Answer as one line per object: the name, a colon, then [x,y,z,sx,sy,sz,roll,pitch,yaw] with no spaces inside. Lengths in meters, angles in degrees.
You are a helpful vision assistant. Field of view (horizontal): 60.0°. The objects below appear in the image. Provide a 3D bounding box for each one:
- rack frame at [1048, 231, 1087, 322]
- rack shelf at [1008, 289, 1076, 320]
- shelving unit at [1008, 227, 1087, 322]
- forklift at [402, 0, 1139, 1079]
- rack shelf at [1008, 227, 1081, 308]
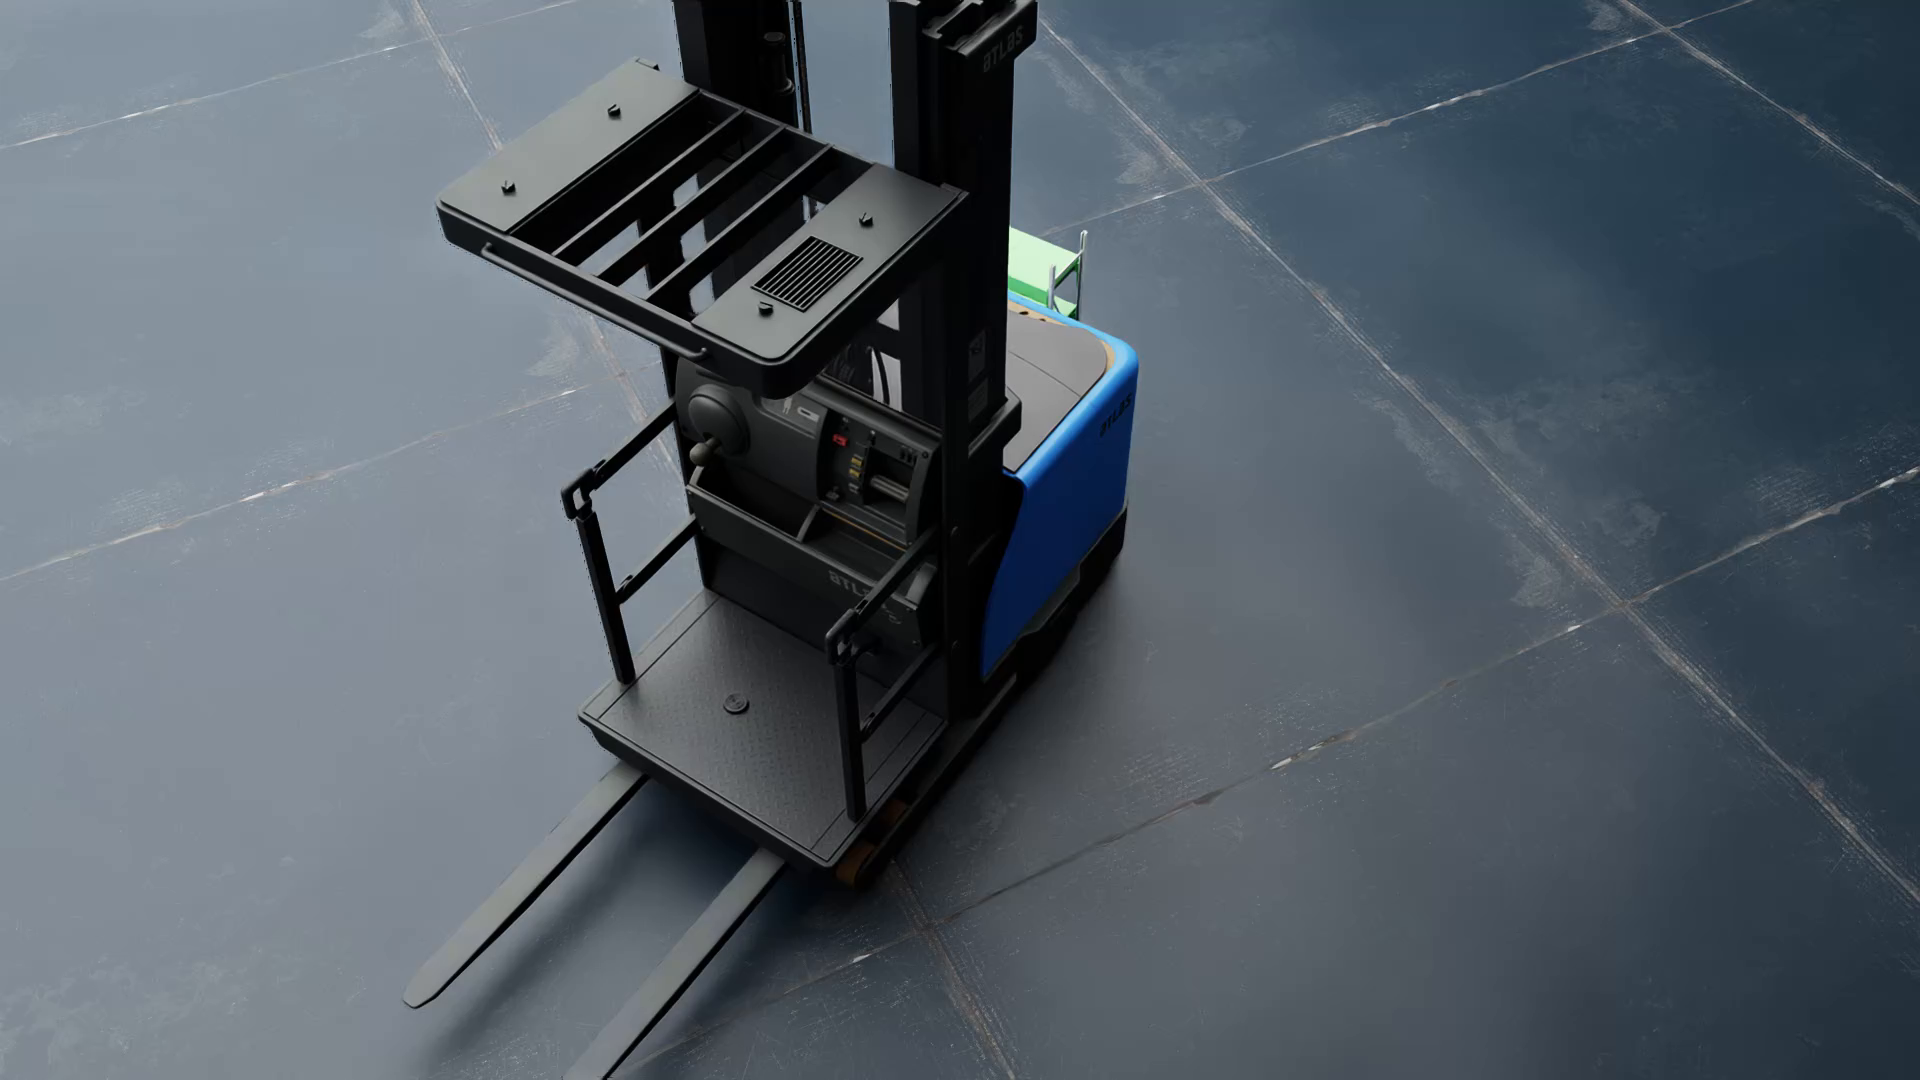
rack frame: [0.390,-0.649,6.413,0.015,1.200,0.240,26,54,21]
rack shelf: [0.187,-0.866,6.369,0.480,0.148,0.258,26,54,21]
shelving unit: [0.187,-0.750,6.502,0.503,1.200,0.258,26,54,21]
forklift: [-0.596,-0.212,4.881,1.130,2.935,3.031,27,54,22]
rack shelf: [0.187,-1.024,6.189,0.480,0.148,0.258,26,54,21]
